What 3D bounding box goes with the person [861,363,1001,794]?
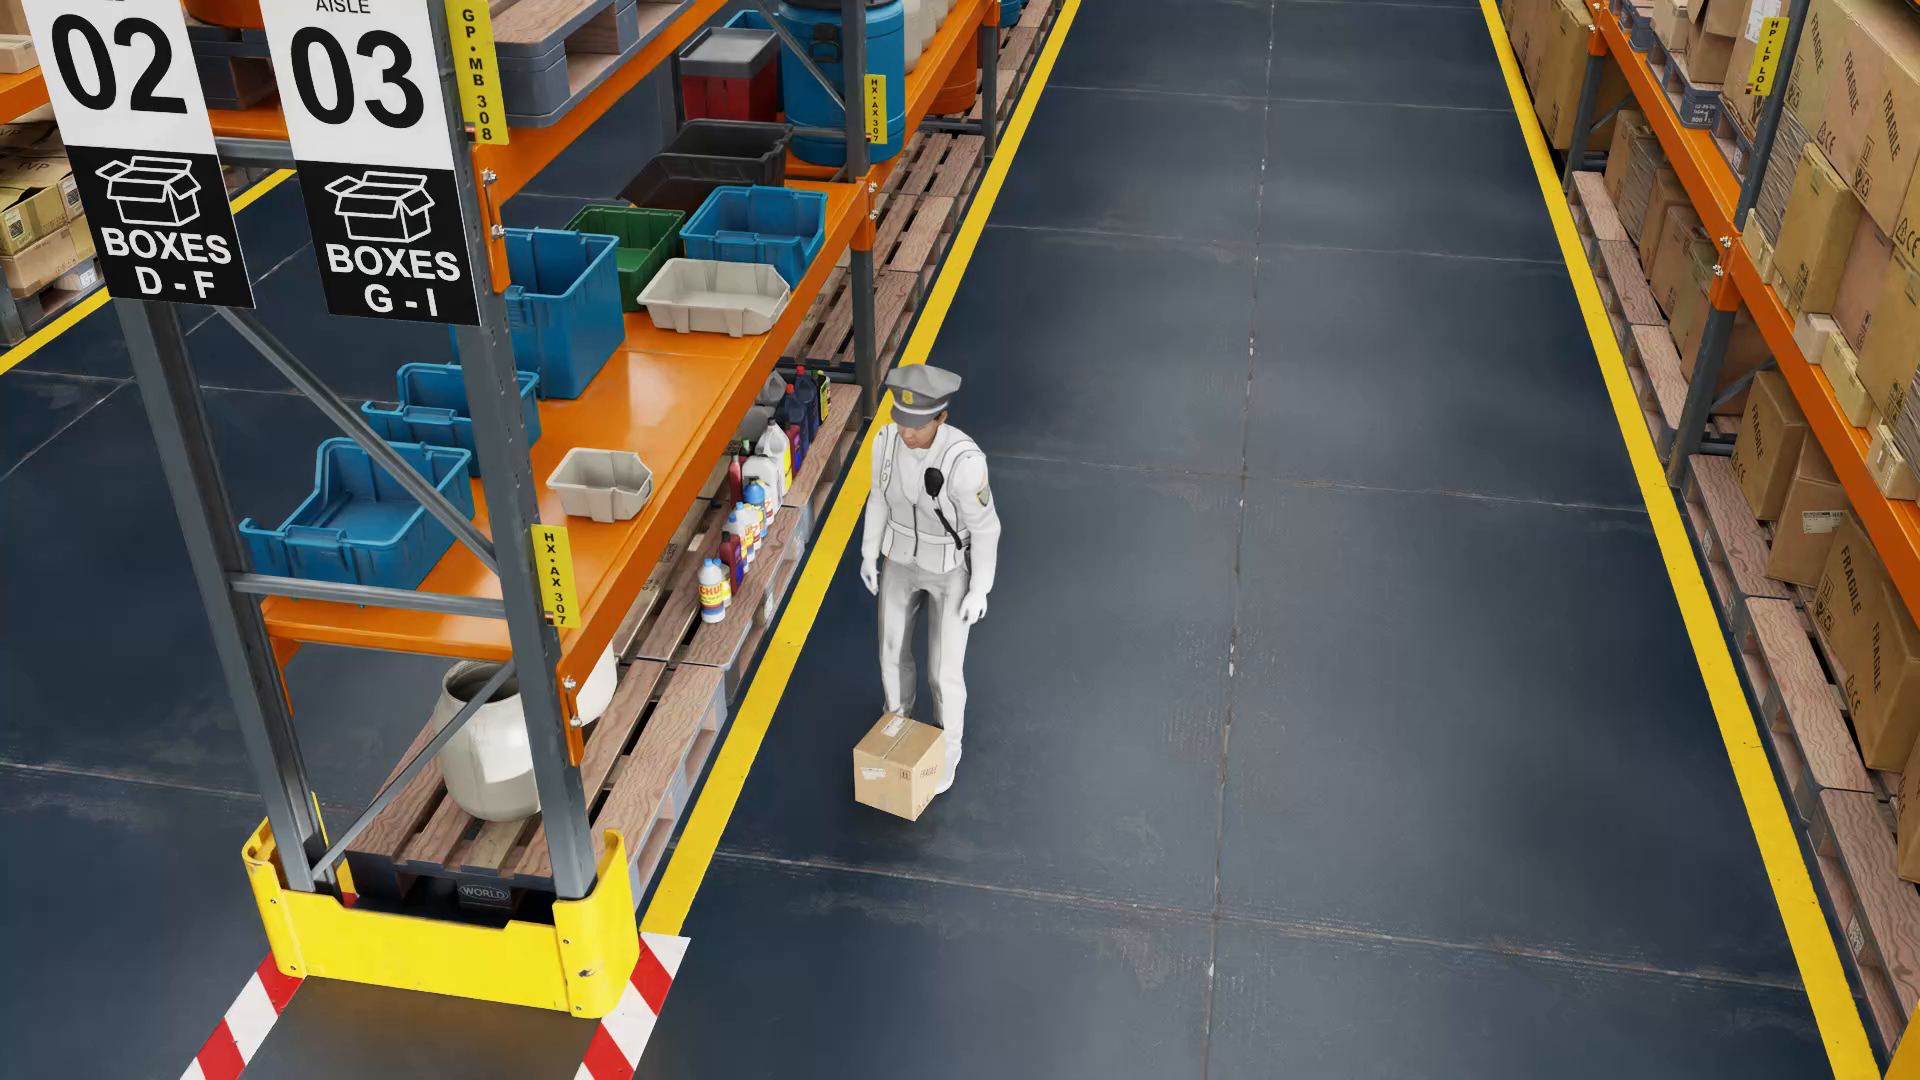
[{"bbox_3d":[-0.127,0.129,5.933,0.525,1.663,0.410,16,36,23],"label":"person"}]
